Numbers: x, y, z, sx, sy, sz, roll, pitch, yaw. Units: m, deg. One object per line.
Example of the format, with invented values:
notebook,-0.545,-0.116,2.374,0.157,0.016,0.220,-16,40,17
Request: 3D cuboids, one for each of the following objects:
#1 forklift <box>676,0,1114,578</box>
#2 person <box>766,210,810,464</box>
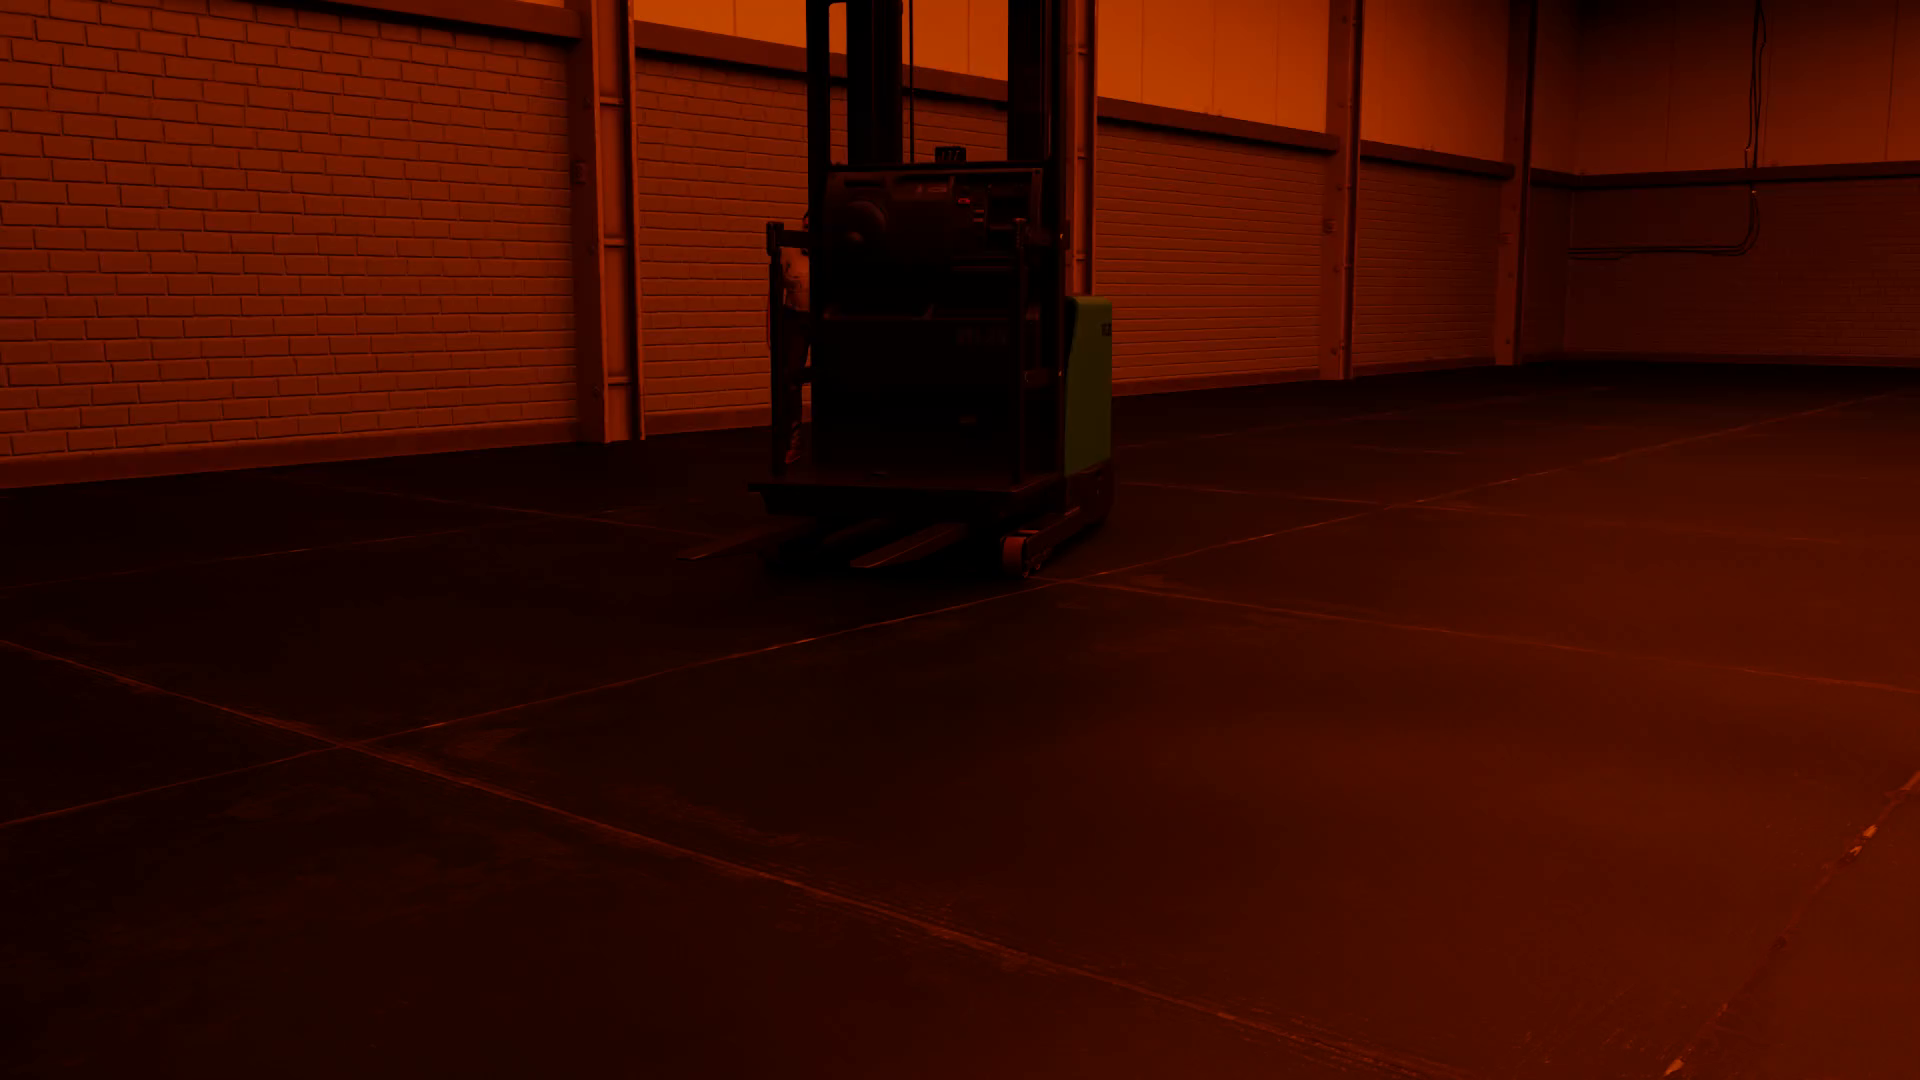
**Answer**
forklift,-0.176,-1.366,6.616,1.130,2.935,3.031,3,9,17
person,-0.939,-1.337,10.889,0.659,1.650,0.431,-1,8,-9
